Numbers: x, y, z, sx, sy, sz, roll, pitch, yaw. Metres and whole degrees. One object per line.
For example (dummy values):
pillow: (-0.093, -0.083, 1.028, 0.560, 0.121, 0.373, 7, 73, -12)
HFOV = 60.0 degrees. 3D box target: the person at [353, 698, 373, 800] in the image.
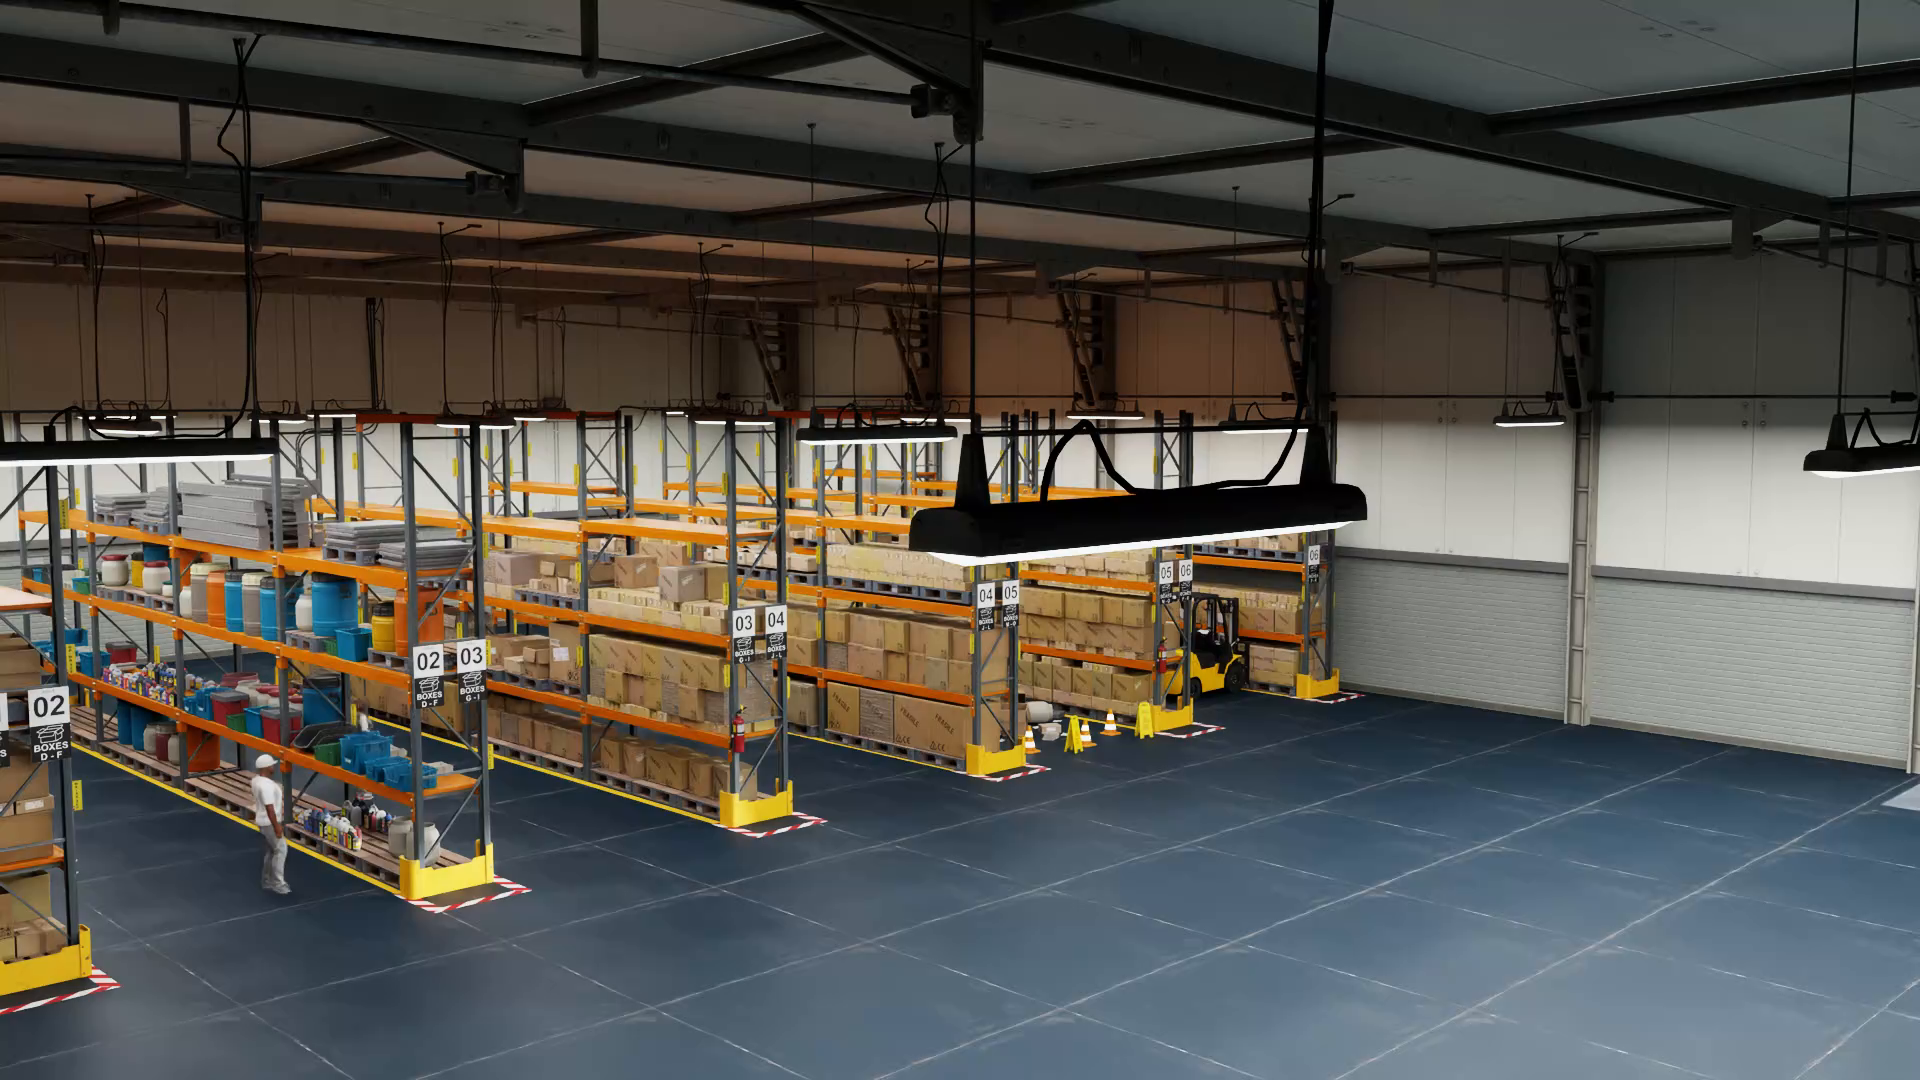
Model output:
person: (-9.309, 3.274, 26.123, 0.486, 1.632, 0.552, -1, 5, -7)

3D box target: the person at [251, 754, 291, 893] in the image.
person: (-8.796, 3.643, 21.305, 0.520, 1.822, 0.585, -1, 5, -16)
